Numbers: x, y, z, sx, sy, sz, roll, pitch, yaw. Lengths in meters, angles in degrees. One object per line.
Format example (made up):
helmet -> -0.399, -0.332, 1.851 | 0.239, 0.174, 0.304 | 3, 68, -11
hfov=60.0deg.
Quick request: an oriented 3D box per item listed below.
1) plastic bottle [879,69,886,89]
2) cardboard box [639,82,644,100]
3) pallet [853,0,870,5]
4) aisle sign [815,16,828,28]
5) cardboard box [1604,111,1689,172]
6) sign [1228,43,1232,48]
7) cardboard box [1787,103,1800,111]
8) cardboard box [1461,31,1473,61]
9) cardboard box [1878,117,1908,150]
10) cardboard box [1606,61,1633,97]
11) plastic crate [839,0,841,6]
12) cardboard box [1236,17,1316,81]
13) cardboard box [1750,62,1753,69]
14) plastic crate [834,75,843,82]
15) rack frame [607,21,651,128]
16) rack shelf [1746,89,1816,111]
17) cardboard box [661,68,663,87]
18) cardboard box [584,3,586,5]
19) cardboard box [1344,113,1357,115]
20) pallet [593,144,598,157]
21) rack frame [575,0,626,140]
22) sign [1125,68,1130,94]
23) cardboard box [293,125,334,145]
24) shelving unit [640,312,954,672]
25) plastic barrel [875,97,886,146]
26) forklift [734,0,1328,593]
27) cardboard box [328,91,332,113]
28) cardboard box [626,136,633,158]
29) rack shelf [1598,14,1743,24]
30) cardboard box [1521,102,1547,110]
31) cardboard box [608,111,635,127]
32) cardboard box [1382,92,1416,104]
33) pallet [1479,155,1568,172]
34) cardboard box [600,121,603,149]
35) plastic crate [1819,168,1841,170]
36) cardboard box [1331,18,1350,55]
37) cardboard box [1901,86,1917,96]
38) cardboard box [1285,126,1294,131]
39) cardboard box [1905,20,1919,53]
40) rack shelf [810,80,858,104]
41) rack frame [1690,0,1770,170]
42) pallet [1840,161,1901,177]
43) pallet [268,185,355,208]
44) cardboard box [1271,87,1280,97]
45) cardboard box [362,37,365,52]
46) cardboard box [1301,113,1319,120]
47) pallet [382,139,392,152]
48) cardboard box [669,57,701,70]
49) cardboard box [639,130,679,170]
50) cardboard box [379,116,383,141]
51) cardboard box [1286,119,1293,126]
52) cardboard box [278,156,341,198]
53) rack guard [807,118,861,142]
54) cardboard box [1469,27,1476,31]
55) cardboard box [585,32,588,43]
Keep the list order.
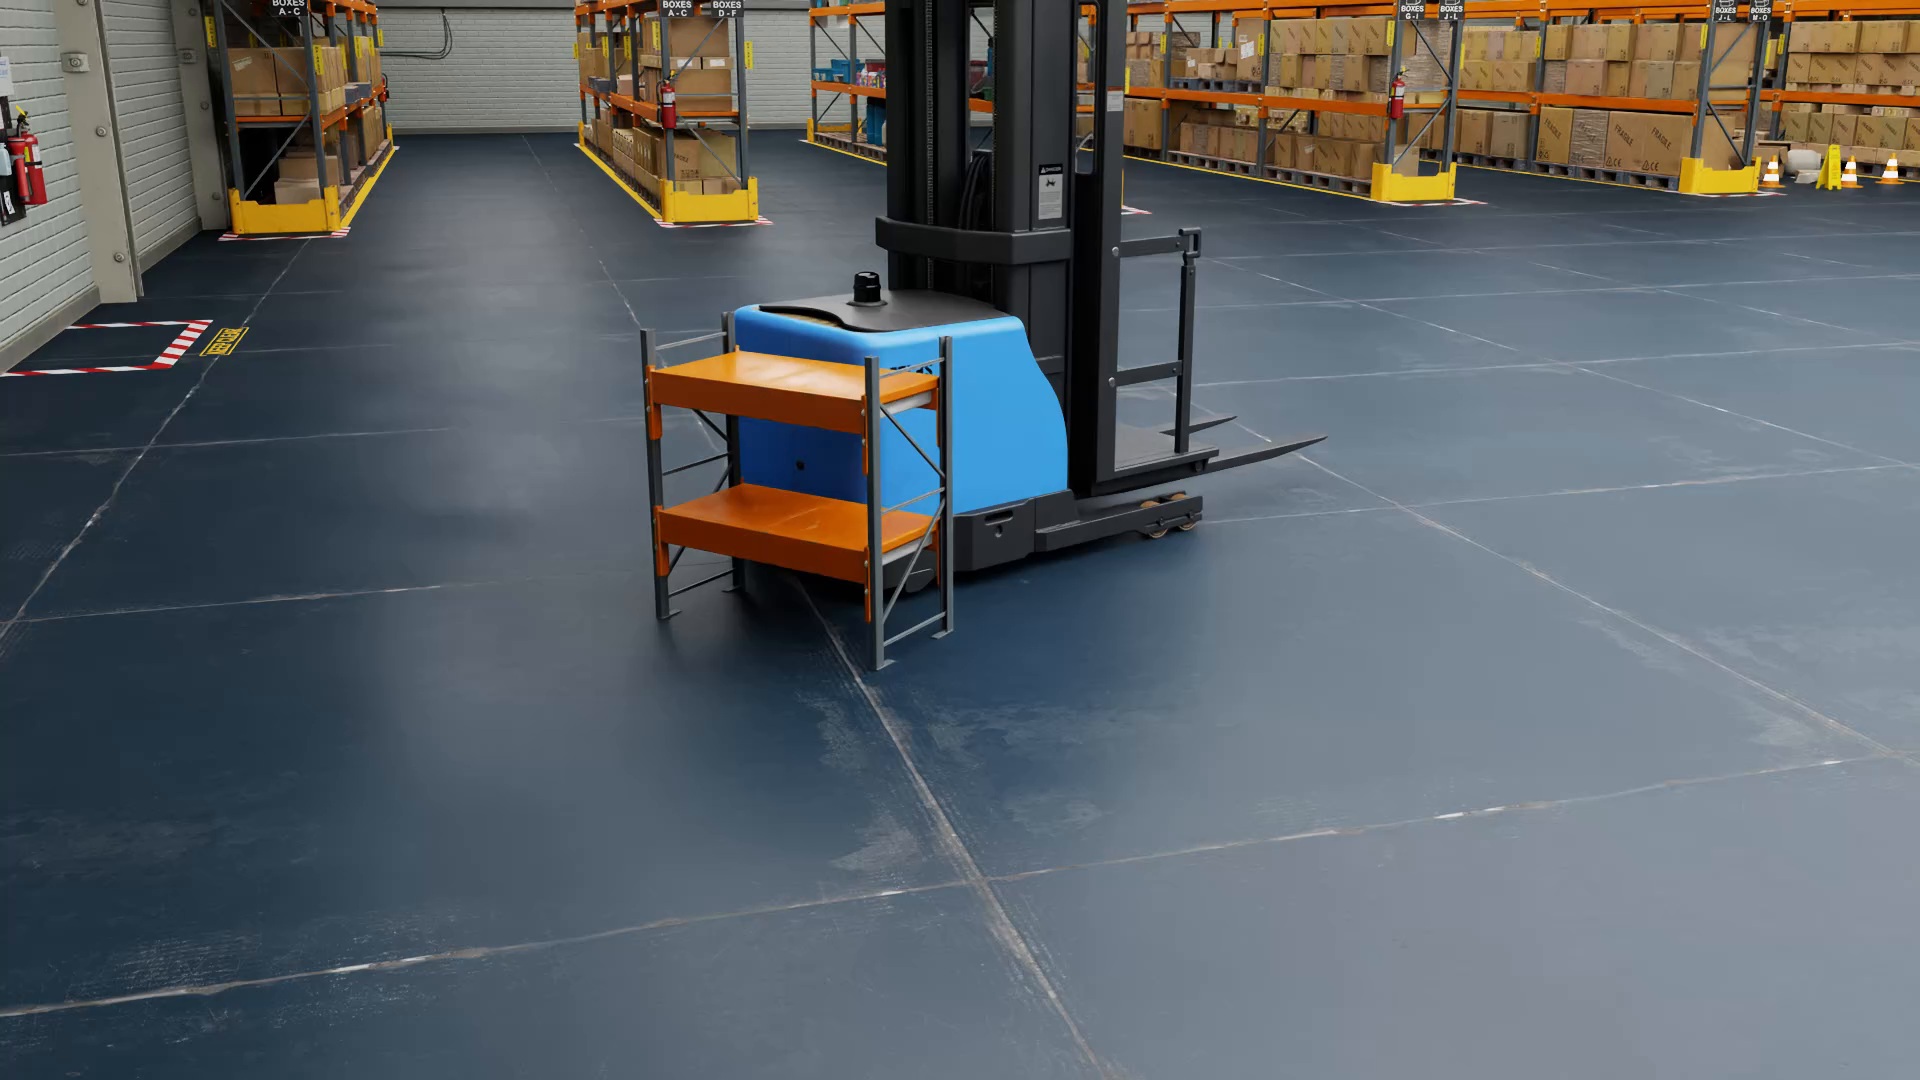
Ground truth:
plastic bottle -> -1.399, -8.467, 30.510 | 0.144, 0.351, 0.185 | -5, 17, -15
cardboard box -> -4.642, -6.716, 24.829 | 0.396, 0.266, 0.258 | -5, 17, -17
pallet -> -1.350, -10.292, 31.615 | 1.213, 0.211, 1.003 | -5, 17, -15
aisle sign -> -3.064, -11.503, 36.013 | 0.394, 0.787, 0.004 | -5, 17, -15
cardboard box -> 10.704, -6.201, 25.844 | 0.875, 0.875, 0.875 | -5, 17, -16
sign -> 6.279, -11.389, 38.648 | 0.100, 0.325, 0.005 | -5, 17, -15
cardboard box -> 17.960, -9.274, 35.601 | 0.380, 0.149, 0.250 | -4, 17, -14
cardboard box -> 9.396, -8.925, 30.037 | 0.700, 0.500, 0.500 | -5, 17, -16
cardboard box -> 15.312, -6.599, 26.954 | 0.500, 0.500, 0.500 | -4, 17, -13
cardboard box -> 10.662, -7.221, 26.016 | 0.875, 0.550, 0.500 | -5, 17, -15
plastic crate -> -2.216, -10.738, 33.063 | 0.416, 0.233, 0.300 | -5, 17, -15
cardboard box -> 5.218, -8.053, 27.274 | 1.000, 1.000, 1.000 | -5, 17, -15
cardboard box -> 14.345, -8.755, 29.965 | 0.500, 0.500, 0.500 | -5, 17, -15
plastic crate -> -2.427, -9.515, 34.269 | 0.293, 0.136, 0.466 | -5, 17, -15
rack frame -> -5.323, -7.658, 27.732 | 1.000, 3.000, 0.127 | -5, 17, -15
rack shelf -> 14.281, -8.326, 31.206 | 1.077, 0.370, 4.000 | -5, 17, -15
cardboard box -> -3.521, -5.906, 21.725 | 0.700, 0.500, 0.500 | -5, 17, -15
cardboard box -> -6.939, -10.382, 31.847 | 0.500, 0.250, 0.500 | -5, 17, -15
cardboard box -> 8.134, -8.760, 33.713 | 0.500, 0.250, 0.500 | -4, 17, -13
pallet -> -6.610, -7.619, 32.449 | 1.003, 0.211, 1.213 | -5, 17, -15
rack frame -> -7.522, -9.871, 35.099 | 1.000, 3.000, 0.127 | -5, 17, -15
sign -> 2.169, -6.011, 21.767 | 0.100, 0.325, 0.005 | -5, 17, -15
cardboard box -> -9.329, -5.855, 24.008 | 0.500, 0.250, 0.500 | -5, 17, -16
shelving unit -> -0.601, -0.214, 6.207 | 1.048, 1.125, 0.538 | 10, 20, 31
plastic barrel -> -1.331, -8.003, 31.800 | 0.600, 0.901, 0.708 | -5, 17, -15
forklift -> 0.484, -1.517, 7.408 | 3.031, 2.935, 1.130 | -13, 21, -37
cardboard box -> -7.872, -5.293, 20.084 | 0.500, 0.250, 0.500 | -5, 18, -17
cardboard box -> -4.760, -5.937, 25.078 | 0.500, 0.311, 0.500 | -4, 17, -14
rack shelf -> 16.854, -12.369, 39.451 | 1.077, 0.370, 4.000 | -5, 17, -15
cardboard box -> 12.879, -9.348, 36.323 | 0.875, 0.875, 0.875 | -4, 17, -14
cardboard box -> -5.826, -7.286, 28.771 | 0.500, 0.250, 0.500 | -4, 17, -13
cardboard box -> 6.124, -6.169, 23.213 | 0.380, 0.149, 0.250 | -5, 17, -15
pallet -> 9.814, -6.570, 28.957 | 1.003, 0.211, 1.213 | -5, 17, -15
cardboard box -> -6.367, -7.478, 30.714 | 0.500, 0.500, 0.500 | -4, 17, -14
plastic crate -> 14.473, -6.220, 28.019 | 0.402, 0.080, 0.583 | -12, 20, -34
cardboard box -> 5.734, -7.305, 24.130 | 0.500, 0.500, 0.500 | -5, 17, -15
cardboard box -> 15.295, -7.180, 26.577 | 0.380, 0.149, 0.250 | -4, 17, -14
cardboard box -> 7.339, -8.975, 36.341 | 0.380, 0.149, 0.250 | -5, 18, -17
cardboard box -> 15.447, -7.945, 26.257 | 0.700, 0.500, 0.500 | -5, 17, -15
rack shelf -> -2.209, -9.364, 34.661 | 1.077, 0.370, 4.000 | -5, 17, -15
rack frame -> 11.198, -6.591, 24.182 | 1.000, 3.000, 0.127 | -5, 17, -15
pallet -> 15.388, -6.261, 27.927 | 1.003, 0.211, 1.213 | -5, 17, -15
pallet -> -8.767, -4.640, 22.533 | 1.003, 0.211, 1.213 | -5, 17, -15
cardboard box -> 5.128, -7.060, 26.178 | 0.380, 0.149, 0.250 | -5, 17, -15
cardboard box -> -10.539, -8.539, 28.634 | 0.500, 0.250, 0.500 | -4, 17, -14
cardboard box -> 7.552, -9.109, 35.755 | 0.380, 0.149, 0.250 | -4, 17, -14
pallet -> -11.989, -7.928, 33.477 | 1.003, 0.211, 1.213 | -5, 17, -15
cardboard box -> -3.413, -5.894, 20.559 | 0.380, 0.149, 0.250 | -5, 17, -16
cardboard box -> -4.123, -5.365, 22.846 | 0.500, 0.500, 0.500 | -5, 17, -15
cardboard box -> -11.858, -8.158, 33.012 | 0.700, 0.500, 0.500 | -5, 17, -15
cardboard box -> 7.331, -9.098, 36.233 | 0.380, 0.149, 0.250 | -5, 18, -17
cardboard box -> -8.301, -4.629, 21.229 | 0.700, 0.500, 0.500 | -6, 18, -19
rack guard -> -2.777, -9.070, 36.777 | 1.175, 0.500, 0.348 | -5, 17, -15
cardboard box -> 11.869, -11.653, 37.992 | 0.380, 0.149, 0.250 | -5, 17, -15
cardboard box -> -6.954, -9.552, 32.126 | 0.500, 0.500, 0.500 | -5, 17, -16
